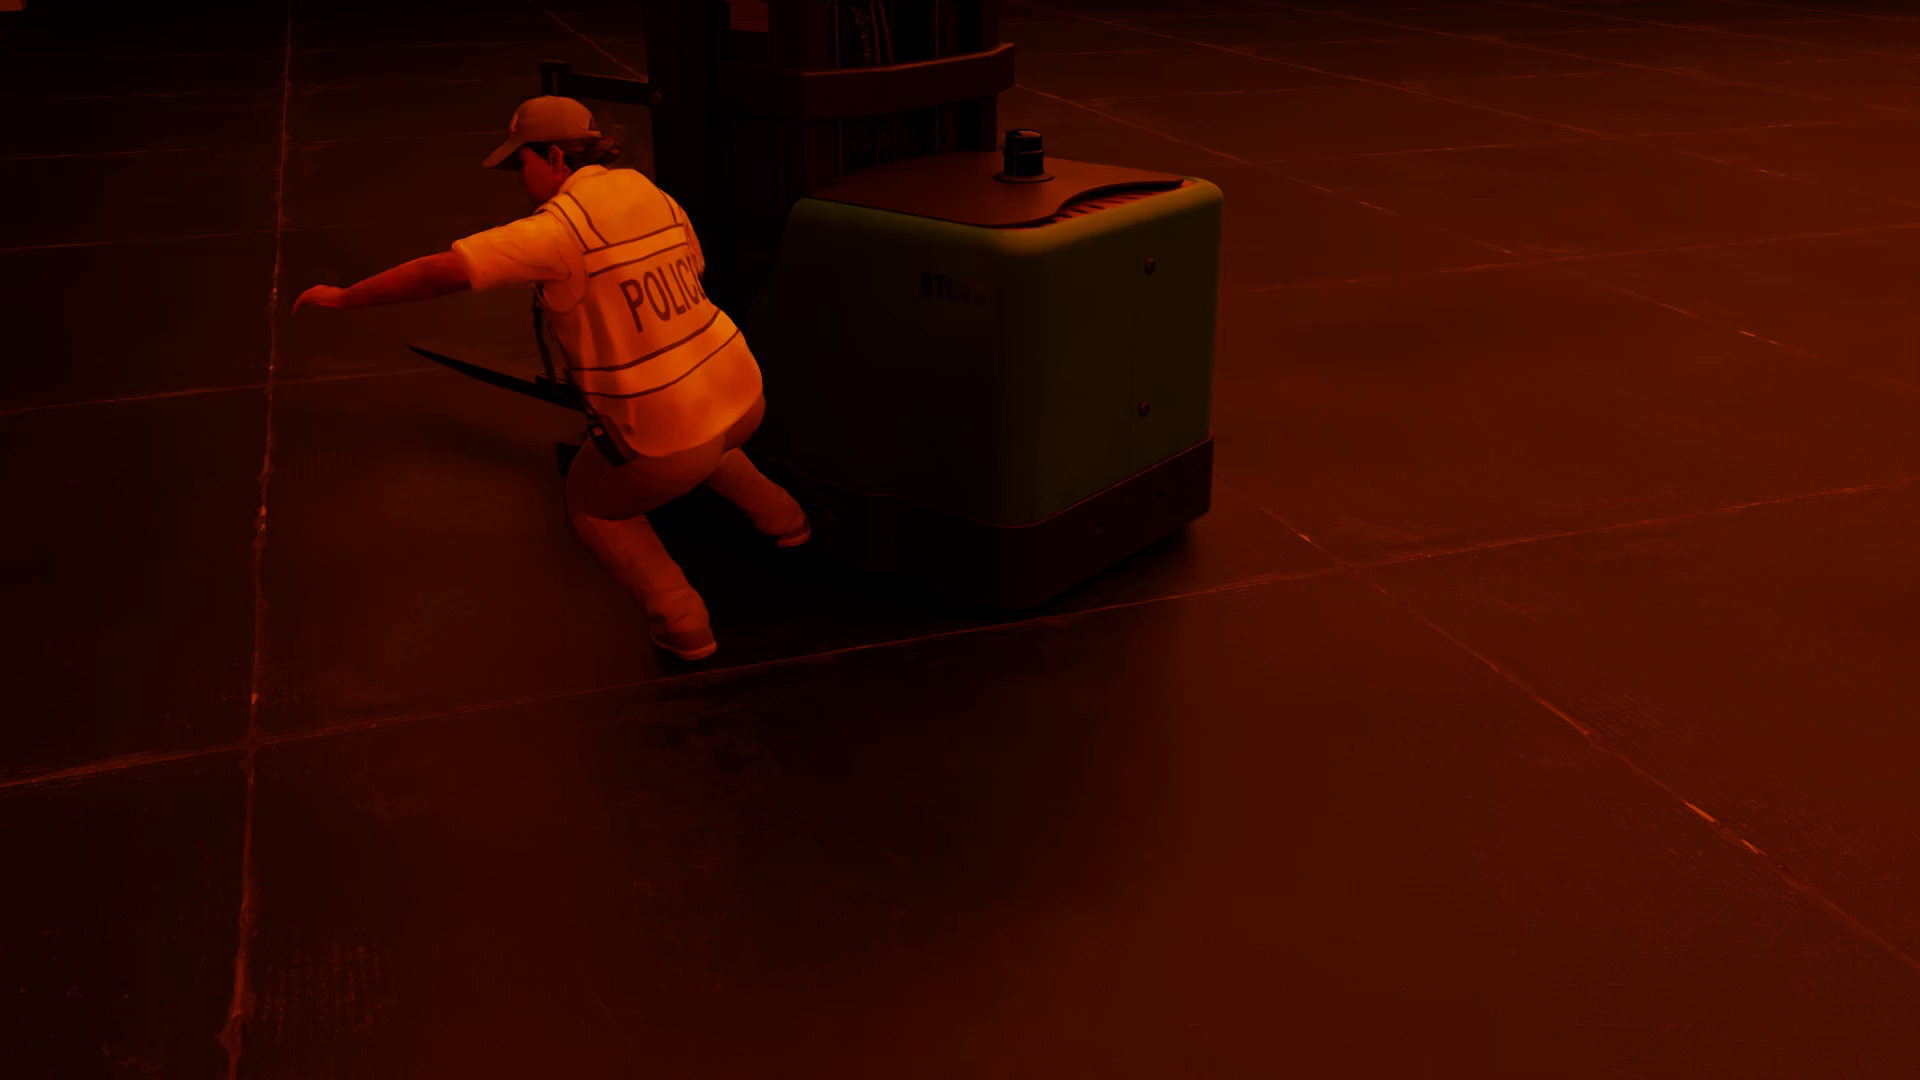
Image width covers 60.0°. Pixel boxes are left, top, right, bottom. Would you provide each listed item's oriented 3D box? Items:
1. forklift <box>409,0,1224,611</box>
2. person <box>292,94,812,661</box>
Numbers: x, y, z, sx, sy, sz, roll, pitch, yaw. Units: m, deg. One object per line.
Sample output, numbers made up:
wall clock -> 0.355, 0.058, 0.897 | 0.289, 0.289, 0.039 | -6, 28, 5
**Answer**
forklift -> -0.690, -1.609, 5.125 | 3.031, 2.935, 1.130 | 18, 28, 36
person -> -0.828, -0.415, 4.195 | 0.834, 1.411, 1.359 | 13, 26, 28
